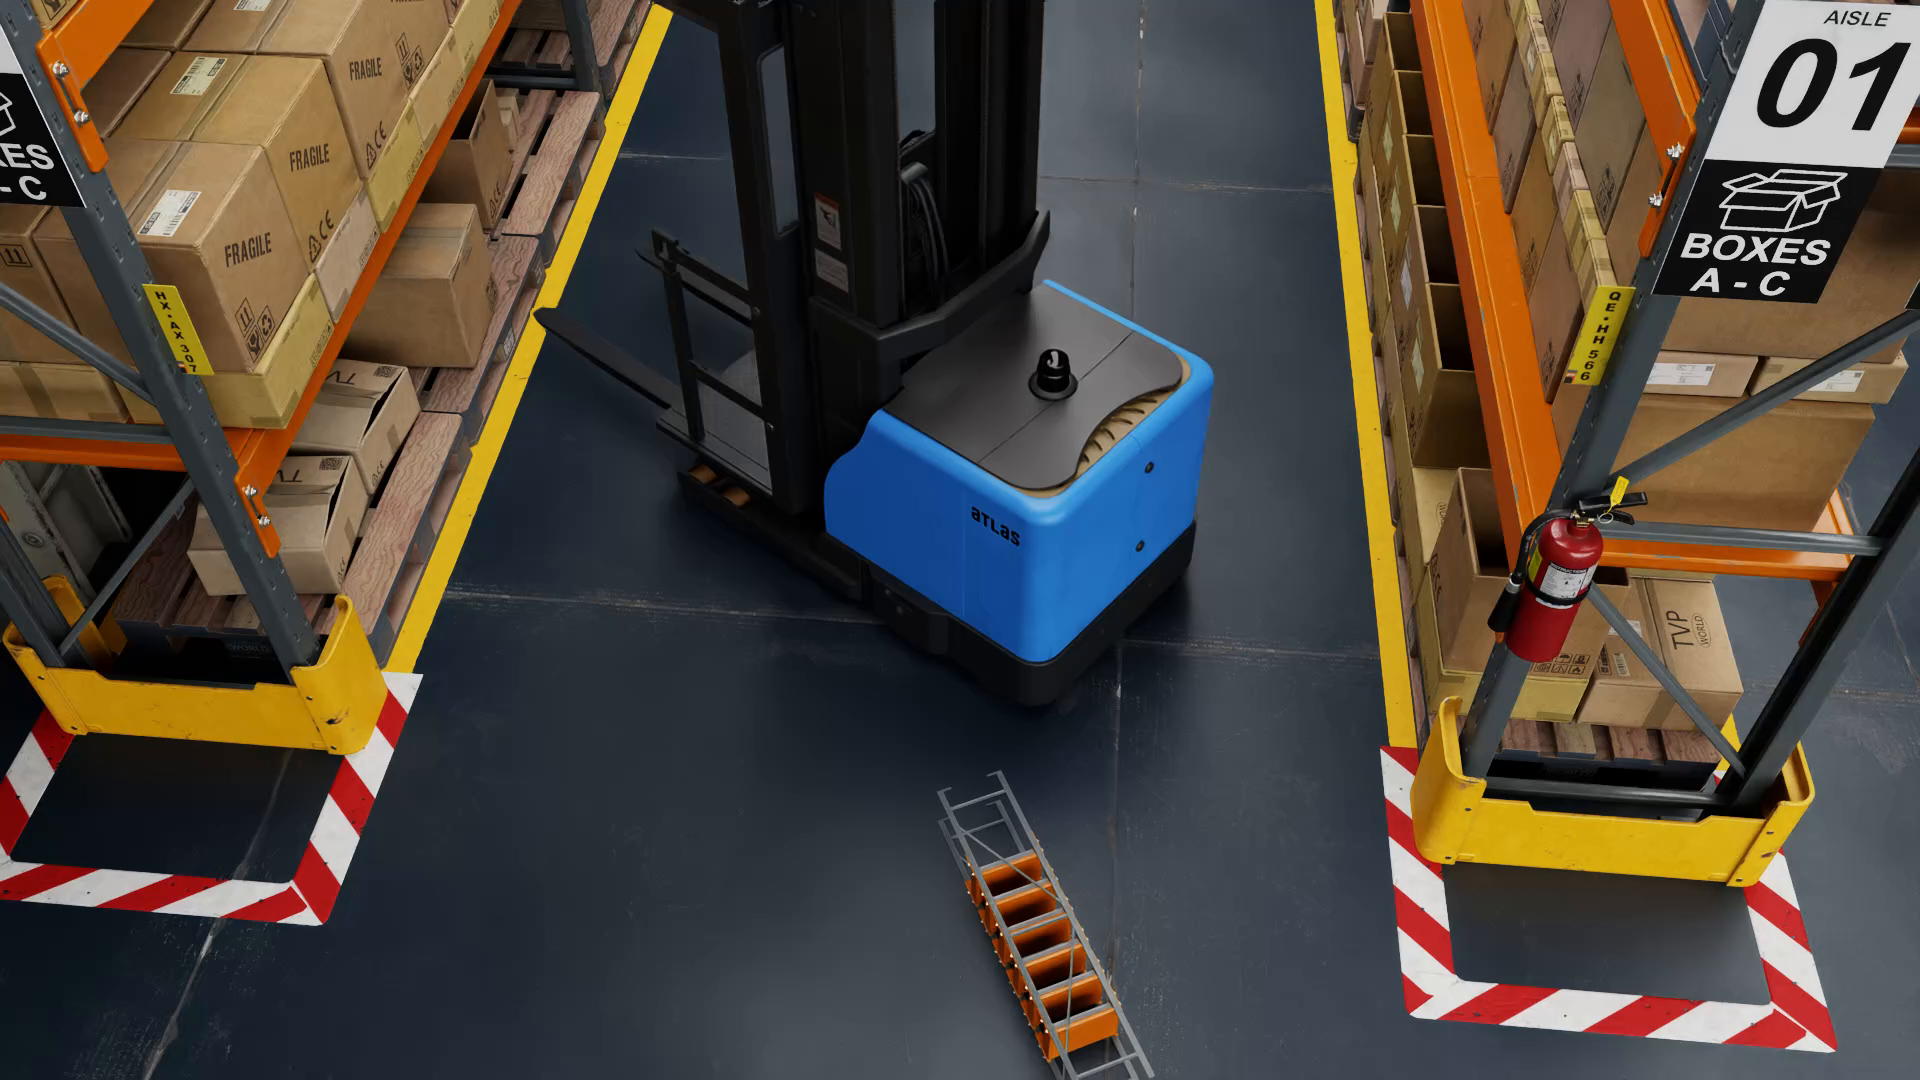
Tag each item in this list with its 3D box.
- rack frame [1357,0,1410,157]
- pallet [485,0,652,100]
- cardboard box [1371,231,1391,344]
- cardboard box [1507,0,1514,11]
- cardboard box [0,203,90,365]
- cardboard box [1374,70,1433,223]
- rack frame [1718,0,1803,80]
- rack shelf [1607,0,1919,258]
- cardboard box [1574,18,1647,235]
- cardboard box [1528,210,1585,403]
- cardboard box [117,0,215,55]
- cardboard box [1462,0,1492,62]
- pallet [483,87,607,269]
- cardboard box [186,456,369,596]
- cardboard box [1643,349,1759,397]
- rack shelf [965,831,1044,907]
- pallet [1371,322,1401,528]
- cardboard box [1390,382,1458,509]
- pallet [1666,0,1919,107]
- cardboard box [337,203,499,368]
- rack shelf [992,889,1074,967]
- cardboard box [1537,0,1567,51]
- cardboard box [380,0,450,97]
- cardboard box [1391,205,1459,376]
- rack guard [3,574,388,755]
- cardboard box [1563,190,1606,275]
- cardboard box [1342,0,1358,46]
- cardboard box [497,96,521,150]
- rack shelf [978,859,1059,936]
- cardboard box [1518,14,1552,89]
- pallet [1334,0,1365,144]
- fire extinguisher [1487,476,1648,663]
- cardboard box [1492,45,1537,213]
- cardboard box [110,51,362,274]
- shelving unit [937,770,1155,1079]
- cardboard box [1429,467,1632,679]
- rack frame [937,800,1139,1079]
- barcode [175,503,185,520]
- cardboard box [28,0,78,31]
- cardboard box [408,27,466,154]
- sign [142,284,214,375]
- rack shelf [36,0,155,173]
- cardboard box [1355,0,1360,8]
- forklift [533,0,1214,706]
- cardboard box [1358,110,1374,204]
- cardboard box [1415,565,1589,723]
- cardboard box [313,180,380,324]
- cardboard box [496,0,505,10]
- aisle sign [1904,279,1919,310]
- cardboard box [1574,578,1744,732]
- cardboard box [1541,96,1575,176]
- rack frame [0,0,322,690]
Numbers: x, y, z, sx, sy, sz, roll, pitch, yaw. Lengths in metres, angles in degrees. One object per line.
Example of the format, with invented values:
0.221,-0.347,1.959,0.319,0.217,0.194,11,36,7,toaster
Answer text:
2.549,-2.944,7.436,1.000,3.000,0.127,4,48,4,rack frame
-2.315,-2.906,9.290,1.003,0.211,1.213,4,48,4,pallet
2.103,-1.103,7.331,0.500,0.250,0.500,4,48,4,cardboard box
2.218,-2.065,6.125,0.380,0.149,0.250,3,48,2,cardboard box
-2.918,-0.905,5.151,0.500,0.500,0.500,3,48,3,cardboard box
2.157,-1.723,7.390,0.500,0.500,0.500,4,48,4,cardboard box
2.184,-2.029,2.534,1.000,3.000,0.127,4,48,4,rack frame
2.366,-2.244,5.250,1.077,0.370,4.000,4,48,4,rack shelf
2.287,-1.244,4.934,0.700,0.500,0.500,3,48,3,cardboard box
2.282,-0.767,5.377,0.700,0.500,0.500,5,48,5,cardboard box
-2.820,-1.654,5.836,0.500,0.500,0.500,3,48,2,cardboard box
2.473,-2.263,6.745,0.700,0.500,0.500,3,48,3,cardboard box
-2.411,-1.837,8.313,1.003,0.211,1.213,4,48,4,pallet
-2.597,-0.078,6.339,0.500,0.311,0.500,-1,48,-1,cardboard box
2.029,-0.551,4.740,0.380,0.149,0.250,3,48,3,cardboard box
0.149,1.113,5.627,0.258,0.180,0.103,-17,50,-15,rack shelf
2.326,-0.522,7.111,1.003,0.211,1.213,4,48,4,pallet
2.016,-0.368,6.659,0.500,0.250,0.500,4,48,4,cardboard box
2.274,-1.505,4.147,1.003,0.211,1.213,4,48,4,pallet
-2.428,-1.097,7.142,0.700,0.500,0.500,1,48,1,cardboard box
0.239,1.277,5.477,0.258,0.180,0.103,-17,50,-15,rack shelf
2.377,-1.983,5.610,0.700,0.500,0.500,4,48,4,cardboard box
-2.263,-1.997,6.149,0.500,0.500,0.500,5,48,5,cardboard box
2.060,-0.989,6.718,0.500,0.500,0.500,4,48,4,cardboard box
-2.743,0.453,6.023,1.175,0.500,0.348,4,48,4,rack guard
2.075,-0.931,5.088,0.380,0.149,0.250,3,48,3,cardboard box
2.346,-2.854,8.932,0.500,0.250,0.500,3,48,3,cardboard box
-2.404,-2.072,8.260,0.380,0.166,0.250,-2,48,-2,cardboard box
0.194,1.195,5.552,0.258,0.180,0.103,-17,50,-15,rack shelf
2.168,-1.691,5.782,0.380,0.149,0.250,3,48,3,cardboard box
2.577,-2.547,8.962,1.003,0.211,1.213,4,48,4,pallet
1.711,0.077,4.725,0.296,0.674,0.183,4,48,4,fire extinguisher
2.378,-1.518,6.064,0.700,0.500,0.500,5,48,5,cardboard box
-2.352,-1.237,5.455,0.500,0.500,0.500,4,48,4,cardboard box
0.255,1.307,5.449,0.258,0.189,1.200,-17,50,-15,shelving unit
1.937,0.114,5.709,0.500,0.500,0.500,4,48,4,cardboard box
0.255,1.369,5.516,0.240,0.006,1.200,-17,50,-15,rack frame
-2.993,-0.122,6.372,0.001,0.075,0.075,4,48,4,barcode
-2.470,-1.617,4.108,0.500,0.500,0.500,5,48,5,cardboard box
-2.255,-1.756,6.438,0.500,0.250,0.500,4,48,4,cardboard box
-2.209,-0.591,4.697,0.100,0.325,0.005,4,48,4,sign
-2.567,-2.574,5.552,1.077,0.370,4.000,4,48,4,rack shelf
2.341,-3.047,8.728,0.500,0.311,0.500,5,48,5,cardboard box
-0.531,-1.314,5.992,3.031,2.935,1.130,32,55,26,forklift
2.204,-1.837,8.002,0.500,0.250,0.500,4,48,4,cardboard box
1.939,0.368,5.986,0.500,0.250,0.500,4,48,4,cardboard box
-2.356,-1.011,5.756,0.500,0.250,0.500,3,48,2,cardboard box
-2.180,-2.497,7.115,0.500,0.250,0.500,4,48,4,cardboard box
2.483,-0.813,3.725,0.394,0.787,0.004,4,48,4,aisle sign
2.454,0.402,5.954,0.500,0.250,0.500,4,48,4,cardboard box
2.123,-1.309,5.433,0.380,0.149,0.250,5,48,5,cardboard box
-2.749,-0.335,5.050,1.000,3.000,0.127,4,48,4,rack frame
